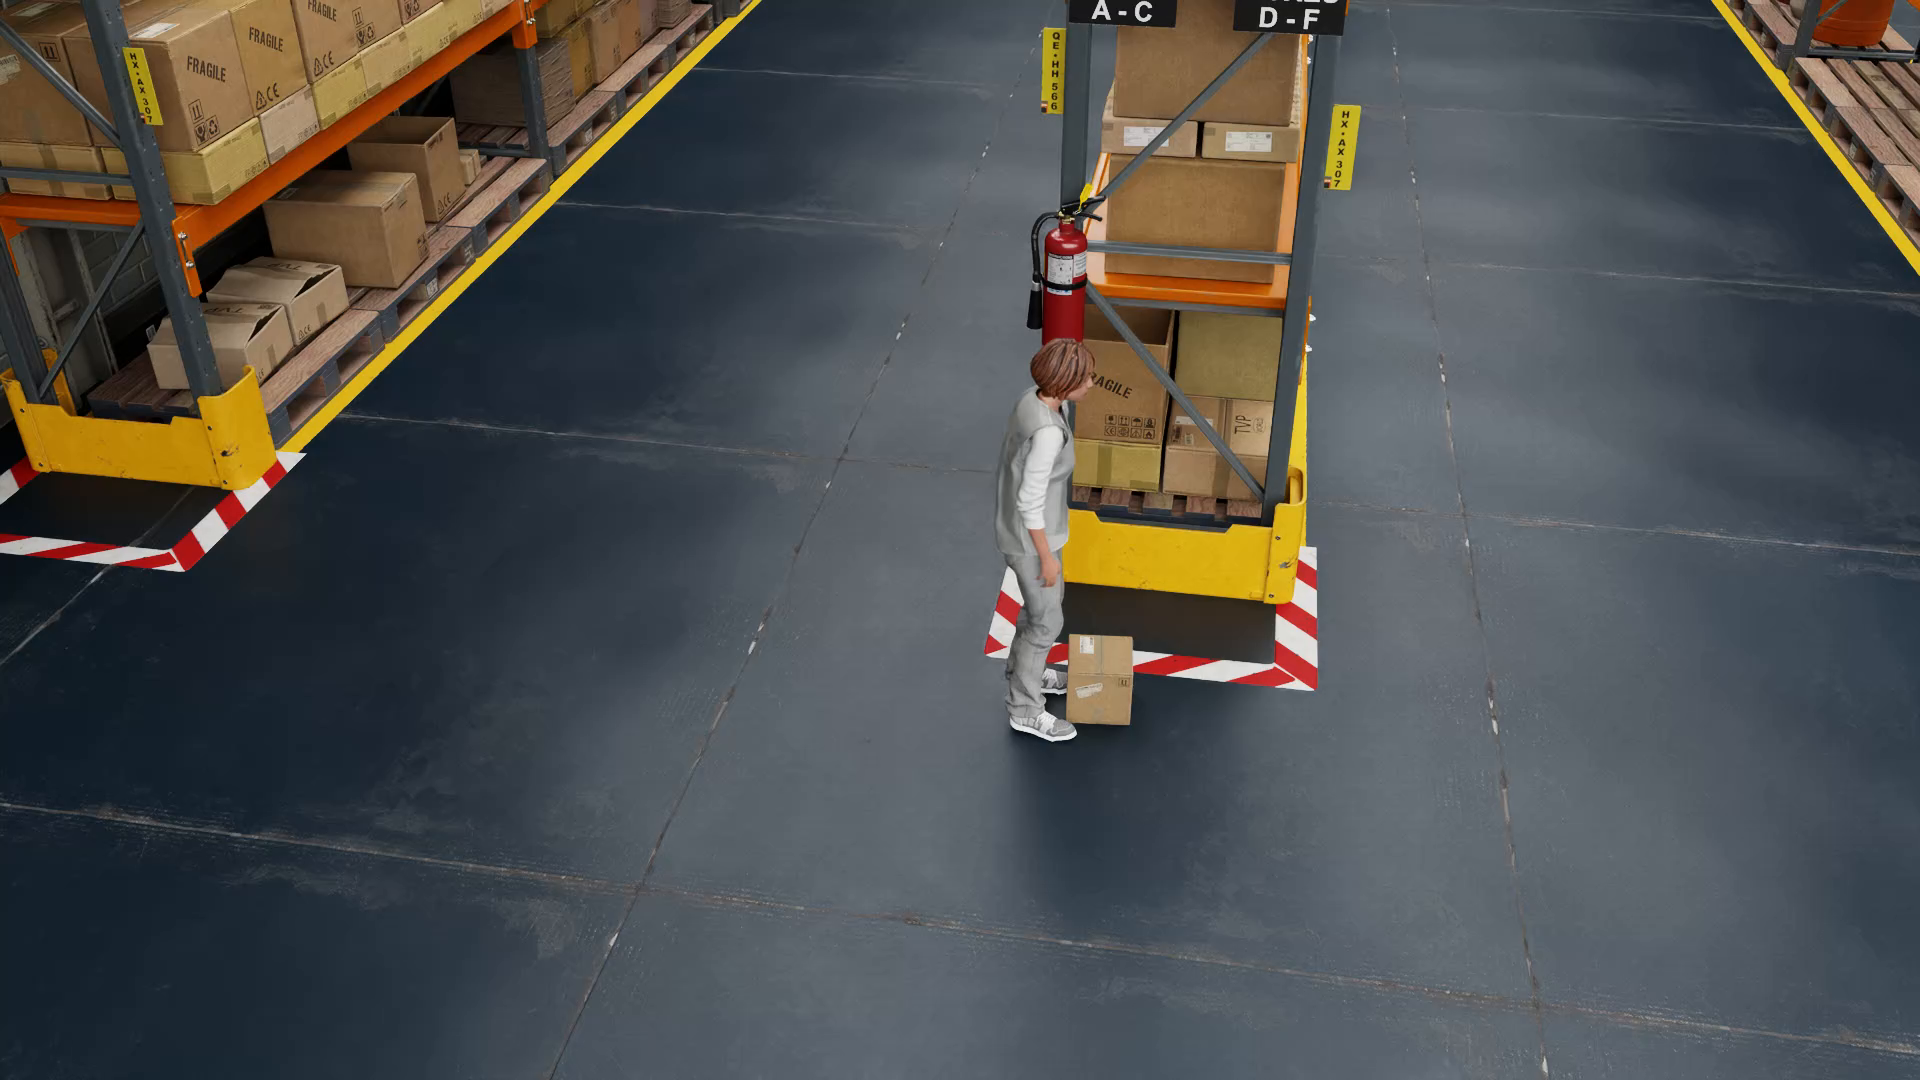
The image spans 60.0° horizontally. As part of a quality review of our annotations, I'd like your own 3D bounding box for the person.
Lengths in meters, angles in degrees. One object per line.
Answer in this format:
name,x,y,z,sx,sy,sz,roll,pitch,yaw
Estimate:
person,0.298,-0.015,6.171,0.343,1.593,0.464,2,33,3
